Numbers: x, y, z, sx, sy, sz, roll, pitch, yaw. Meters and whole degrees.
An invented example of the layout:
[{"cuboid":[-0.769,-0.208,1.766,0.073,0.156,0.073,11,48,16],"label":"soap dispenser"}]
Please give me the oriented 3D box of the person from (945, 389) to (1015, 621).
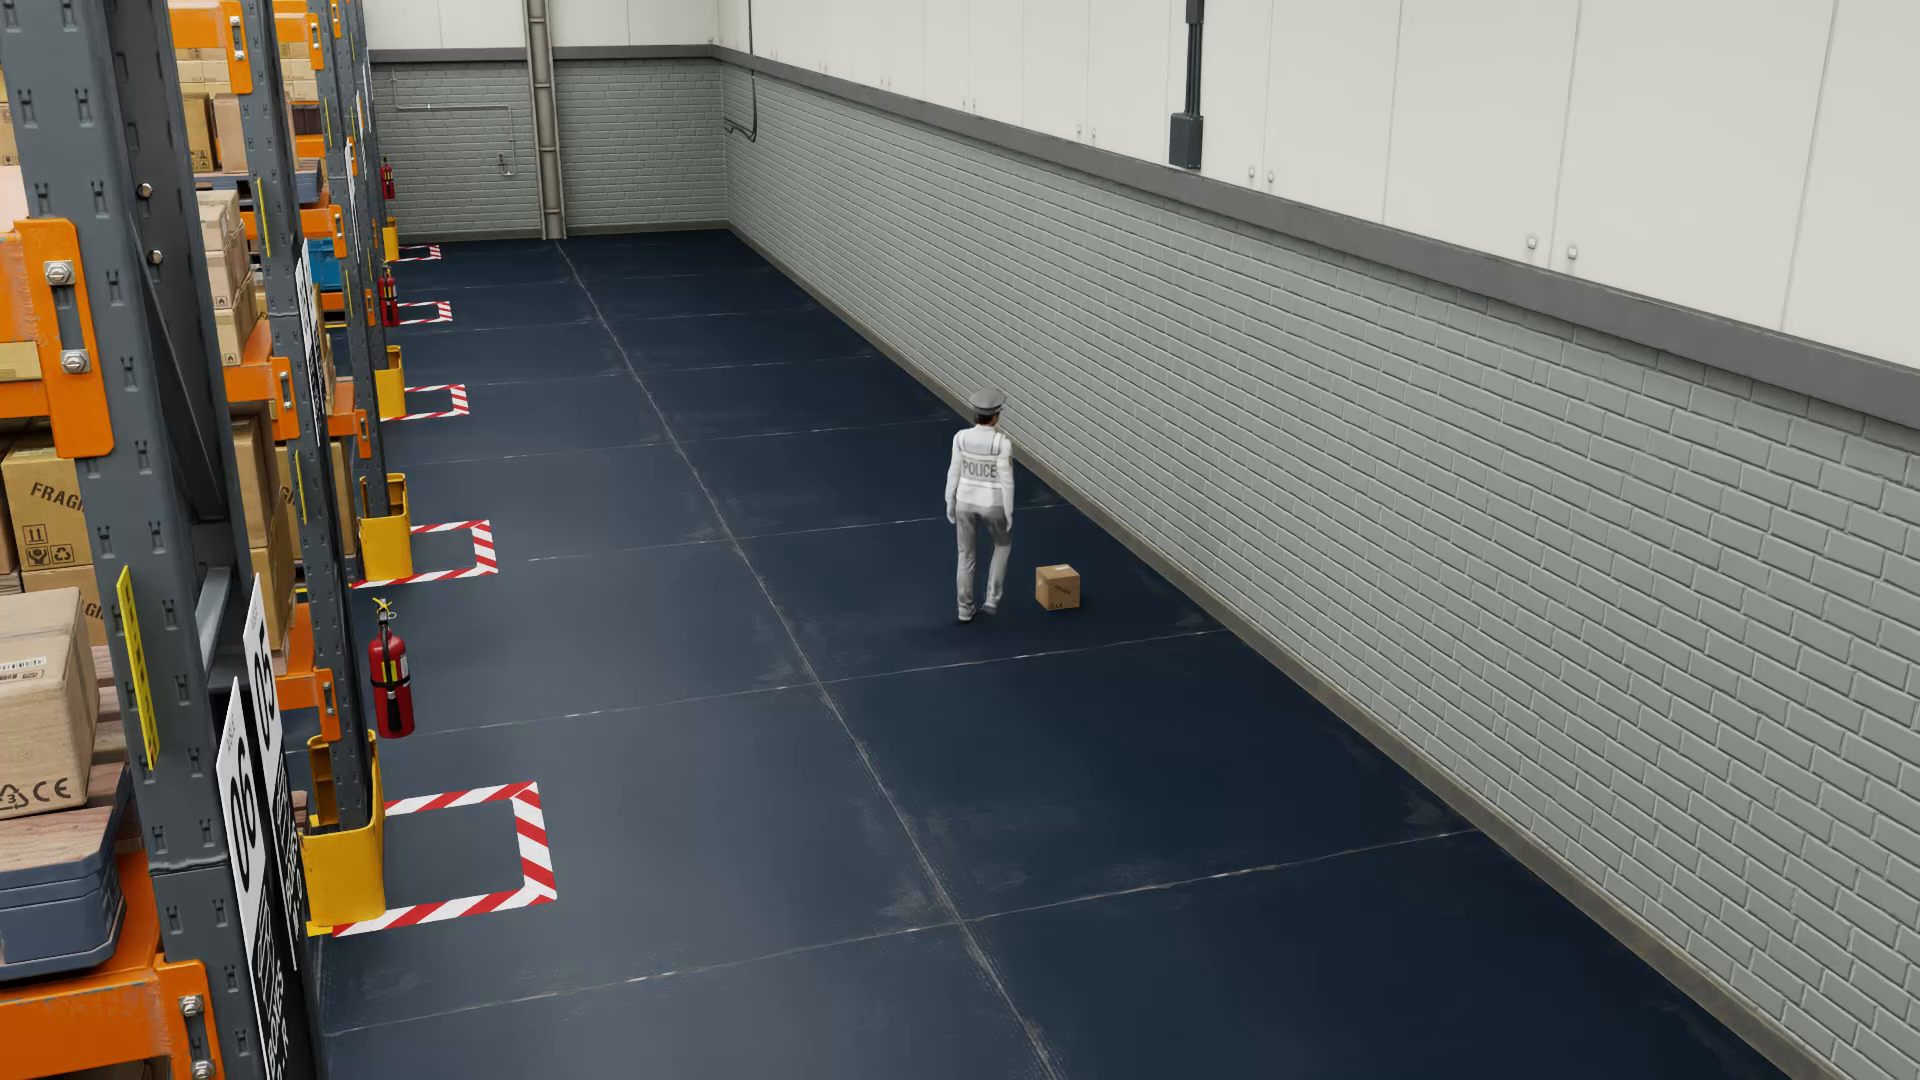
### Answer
[{"cuboid":[0.154,-0.244,11.724,0.524,1.673,0.409,6,20,17],"label":"person"}]
